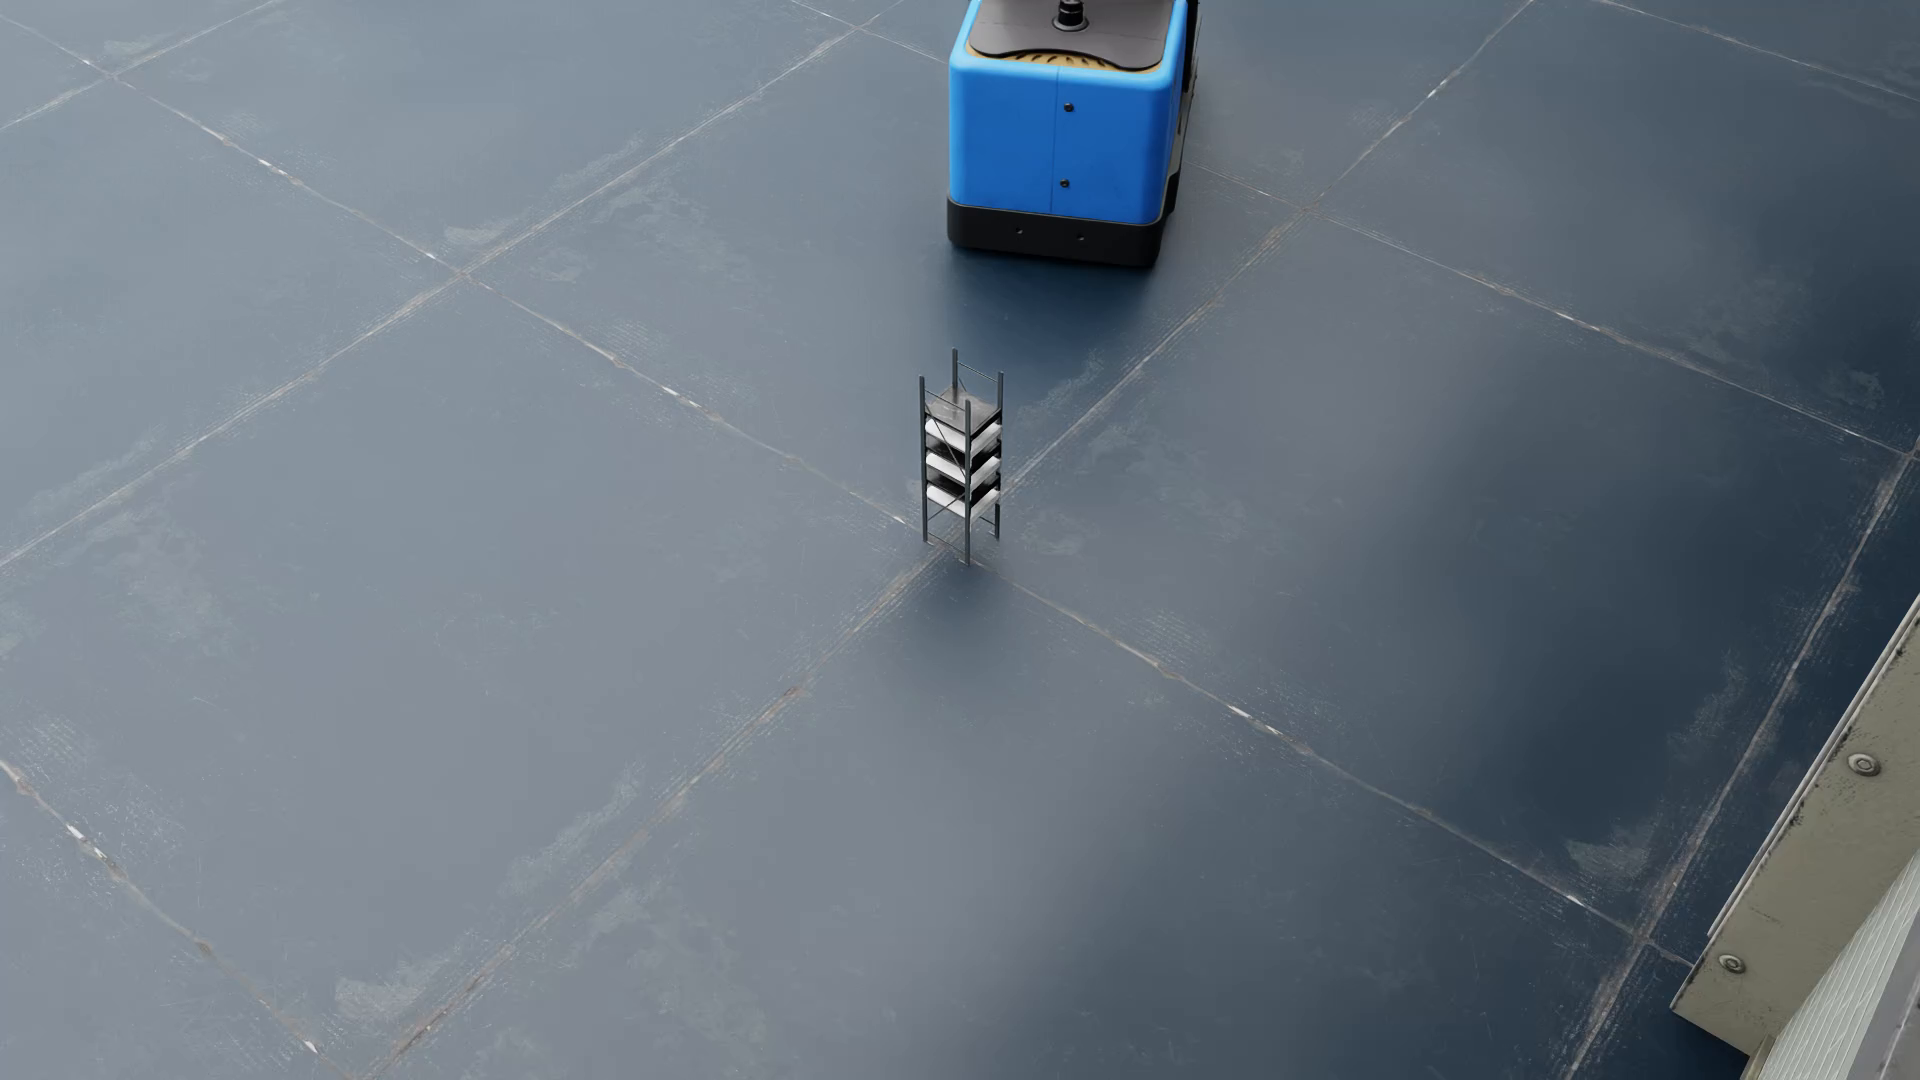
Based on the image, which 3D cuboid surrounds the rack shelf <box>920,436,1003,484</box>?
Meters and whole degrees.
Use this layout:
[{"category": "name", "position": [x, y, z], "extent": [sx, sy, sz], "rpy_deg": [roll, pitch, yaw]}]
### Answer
[{"category": "rack shelf", "position": [0.005, -0.355, 6.553], "extent": [0.258, 0.077, 0.200], "rpy_deg": [29, 53, 25]}]

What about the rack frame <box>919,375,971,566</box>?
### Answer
[{"category": "rack frame", "position": [-0.057, -0.257, 6.538], "extent": [0.240, 0.900, 0.006], "rpy_deg": [29, 53, 25]}]

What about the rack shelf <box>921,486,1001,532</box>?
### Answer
[{"category": "rack shelf", "position": [0.005, -0.168, 6.748], "extent": [0.258, 0.077, 0.200], "rpy_deg": [29, 53, 25]}]

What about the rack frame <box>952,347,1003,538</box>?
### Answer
[{"category": "rack frame", "position": [0.067, -0.374, 6.649], "extent": [0.240, 0.900, 0.006], "rpy_deg": [29, 53, 25]}]

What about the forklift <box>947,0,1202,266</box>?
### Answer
[{"category": "forklift", "position": [0.719, -3.425, 8.160], "extent": [1.130, 2.935, 3.031], "rpy_deg": [8, 47, 7]}]

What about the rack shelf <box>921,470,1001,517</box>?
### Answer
[{"category": "rack shelf", "position": [0.005, -0.230, 6.683], "extent": [0.258, 0.077, 0.200], "rpy_deg": [29, 53, 25]}]

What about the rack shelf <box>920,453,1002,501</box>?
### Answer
[{"category": "rack shelf", "position": [0.005, -0.292, 6.618], "extent": [0.258, 0.077, 0.200], "rpy_deg": [29, 53, 25]}]

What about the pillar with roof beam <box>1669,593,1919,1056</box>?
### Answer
[{"category": "pillar with roof beam", "position": [-0.841, -3.522, 4.055], "extent": [9.100, 9.000, 0.400], "rpy_deg": [29, 53, 25]}]

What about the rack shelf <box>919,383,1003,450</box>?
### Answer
[{"category": "rack shelf", "position": [0.005, -0.479, 6.423], "extent": [0.258, 0.077, 0.200], "rpy_deg": [29, 53, 25]}]

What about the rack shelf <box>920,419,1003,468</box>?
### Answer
[{"category": "rack shelf", "position": [0.005, -0.417, 6.488], "extent": [0.258, 0.077, 0.200], "rpy_deg": [29, 53, 25]}]

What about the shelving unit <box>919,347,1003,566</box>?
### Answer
[{"category": "shelving unit", "position": [0.005, -0.315, 6.594], "extent": [0.258, 0.900, 0.210], "rpy_deg": [29, 53, 25]}]
